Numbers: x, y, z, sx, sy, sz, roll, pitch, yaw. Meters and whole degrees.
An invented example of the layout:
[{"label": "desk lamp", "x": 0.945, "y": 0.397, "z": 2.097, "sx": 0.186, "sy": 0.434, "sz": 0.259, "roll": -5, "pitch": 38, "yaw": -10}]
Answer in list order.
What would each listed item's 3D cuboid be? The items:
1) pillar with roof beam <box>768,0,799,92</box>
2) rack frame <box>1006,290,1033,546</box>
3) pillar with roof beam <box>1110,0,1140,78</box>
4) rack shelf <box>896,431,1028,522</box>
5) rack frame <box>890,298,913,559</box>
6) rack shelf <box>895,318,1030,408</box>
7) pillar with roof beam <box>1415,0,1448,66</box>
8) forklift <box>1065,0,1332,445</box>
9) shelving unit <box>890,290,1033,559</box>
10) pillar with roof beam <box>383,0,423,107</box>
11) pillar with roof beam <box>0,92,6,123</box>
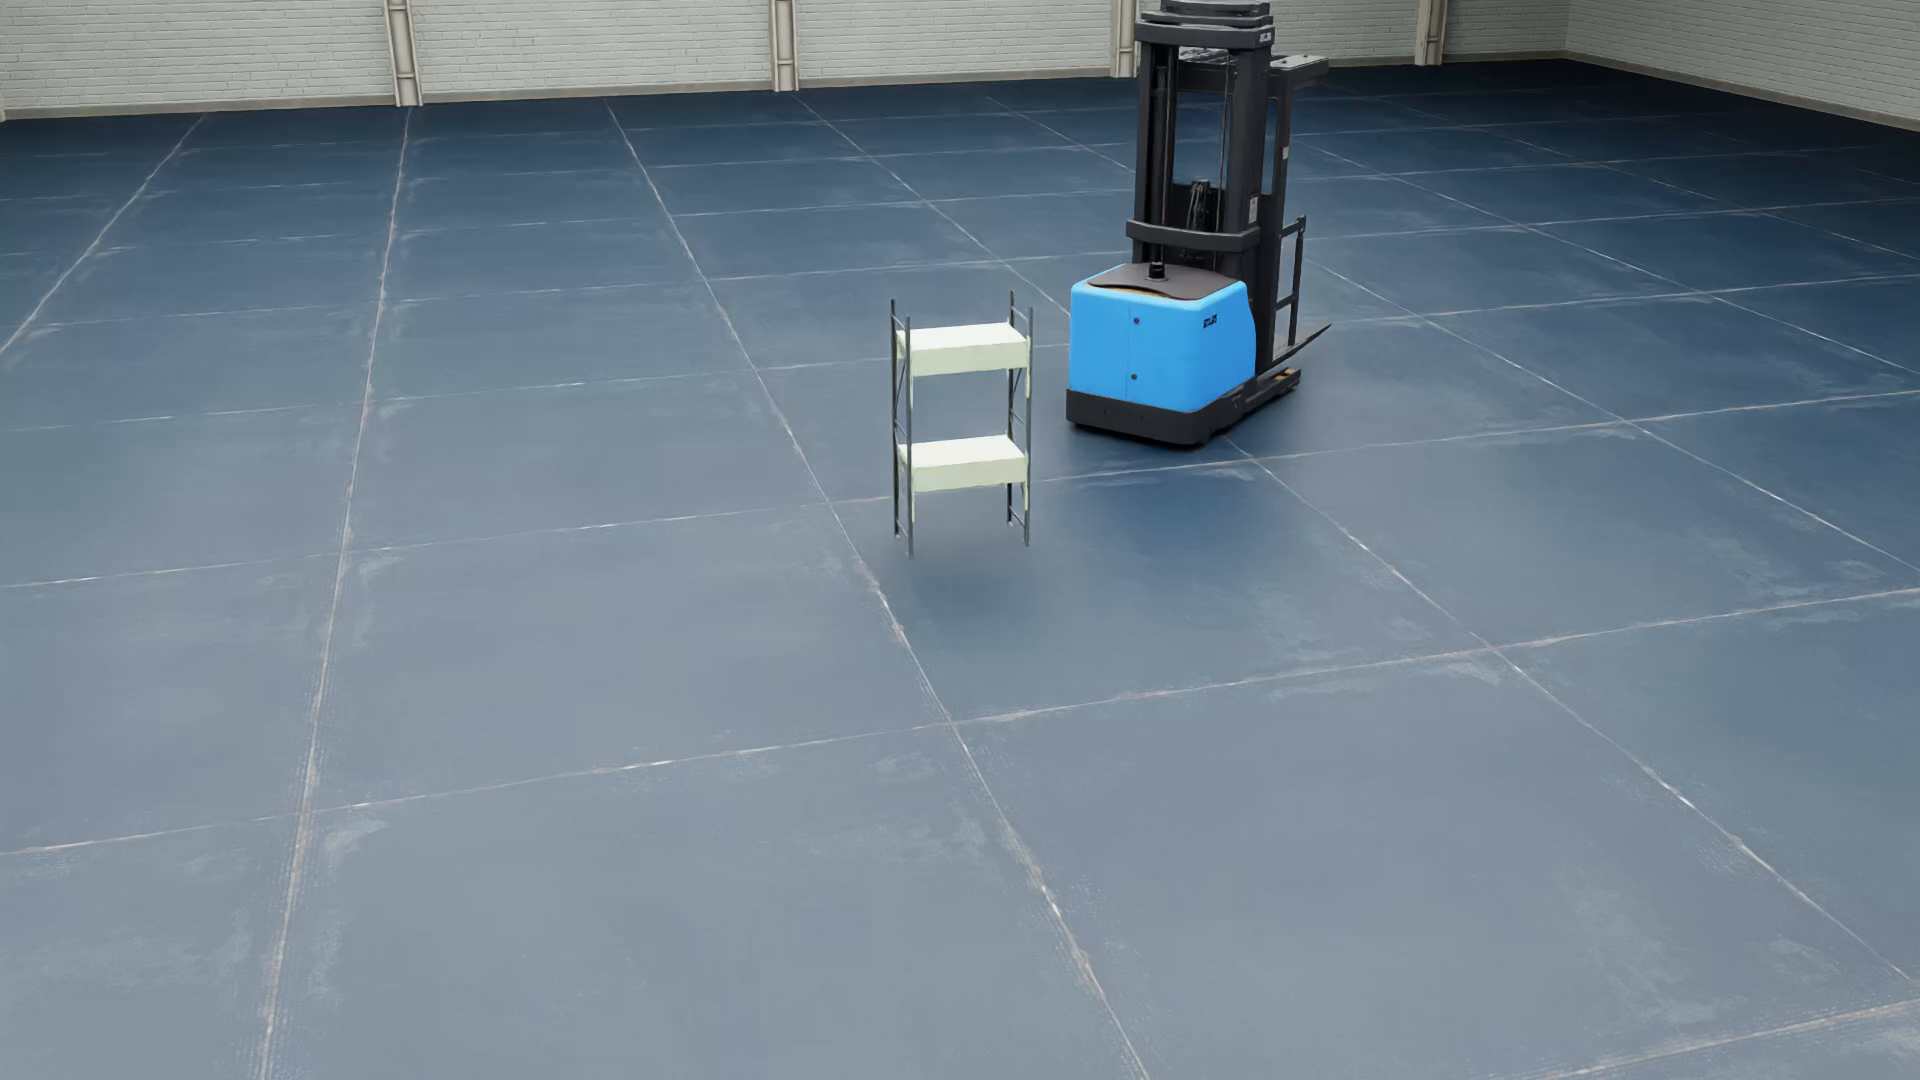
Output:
[{"label": "pillar with roof beam", "x": -1.750, "y": -10.016, "z": 22.180, "sx": 0.400, "sy": 9.000, "sz": 9.100, "roll": -6, "pitch": 24, "yaw": -14}, {"label": "rack frame", "x": 0.359, "y": -0.729, "z": 10.047, "sx": 0.023, "sy": 1.500, "sz": 0.400, "roll": -6, "pitch": 24, "yaw": -14}, {"label": "pillar with roof beam", "x": 4.027, "y": -10.655, "z": 23.670, "sx": 0.400, "sy": 9.000, "sz": 9.100, "roll": -6, "pitch": 24, "yaw": -14}, {"label": "rack shelf", "x": 0.006, "y": -0.390, "z": 10.084, "sx": 0.720, "sy": 0.370, "sz": 0.431, "roll": -6, "pitch": 24, "yaw": -14}, {"label": "rack frame", "x": -0.346, "y": -0.651, "z": 9.865, "sx": 0.023, "sy": 1.500, "sz": 0.400, "roll": -6, "pitch": 24, "yaw": -14}, {"label": "rack shelf", "x": 0.006, "y": -1.049, "z": 9.802, "sx": 0.720, "sy": 0.370, "sz": 0.431, "roll": -6, "pitch": 24, "yaw": -14}, {"label": "pillar with roof beam", "x": 9.804, "y": -11.294, "z": 25.159, "sx": 0.400, "sy": 9.000, "sz": 9.100, "roll": -6, "pitch": 24, "yaw": -14}, {"label": "forklift", "x": 2.002, "y": -2.541, "z": 12.455, "sx": 1.130, "sy": 2.935, "sz": 3.031, "roll": 15, "pitch": 27, "yaw": 30}, {"label": "shelving unit", "x": 0.006, "y": -0.690, "z": 9.956, "sx": 0.755, "sy": 1.500, "sz": 0.431, "roll": -6, "pitch": 24, "yaw": -14}, {"label": "pillar with roof beam", "x": -7.527, "y": -9.377, "z": 20.691, "sx": 0.400, "sy": 9.000, "sz": 9.100, "roll": -6, "pitch": 24, "yaw": -14}, {"label": "pillar with roof beam", "x": -13.304, "y": -8.738, "z": 19.202, "sx": 0.400, "sy": 9.000, "sz": 9.100, "roll": -6, "pitch": 24, "yaw": -14}]
